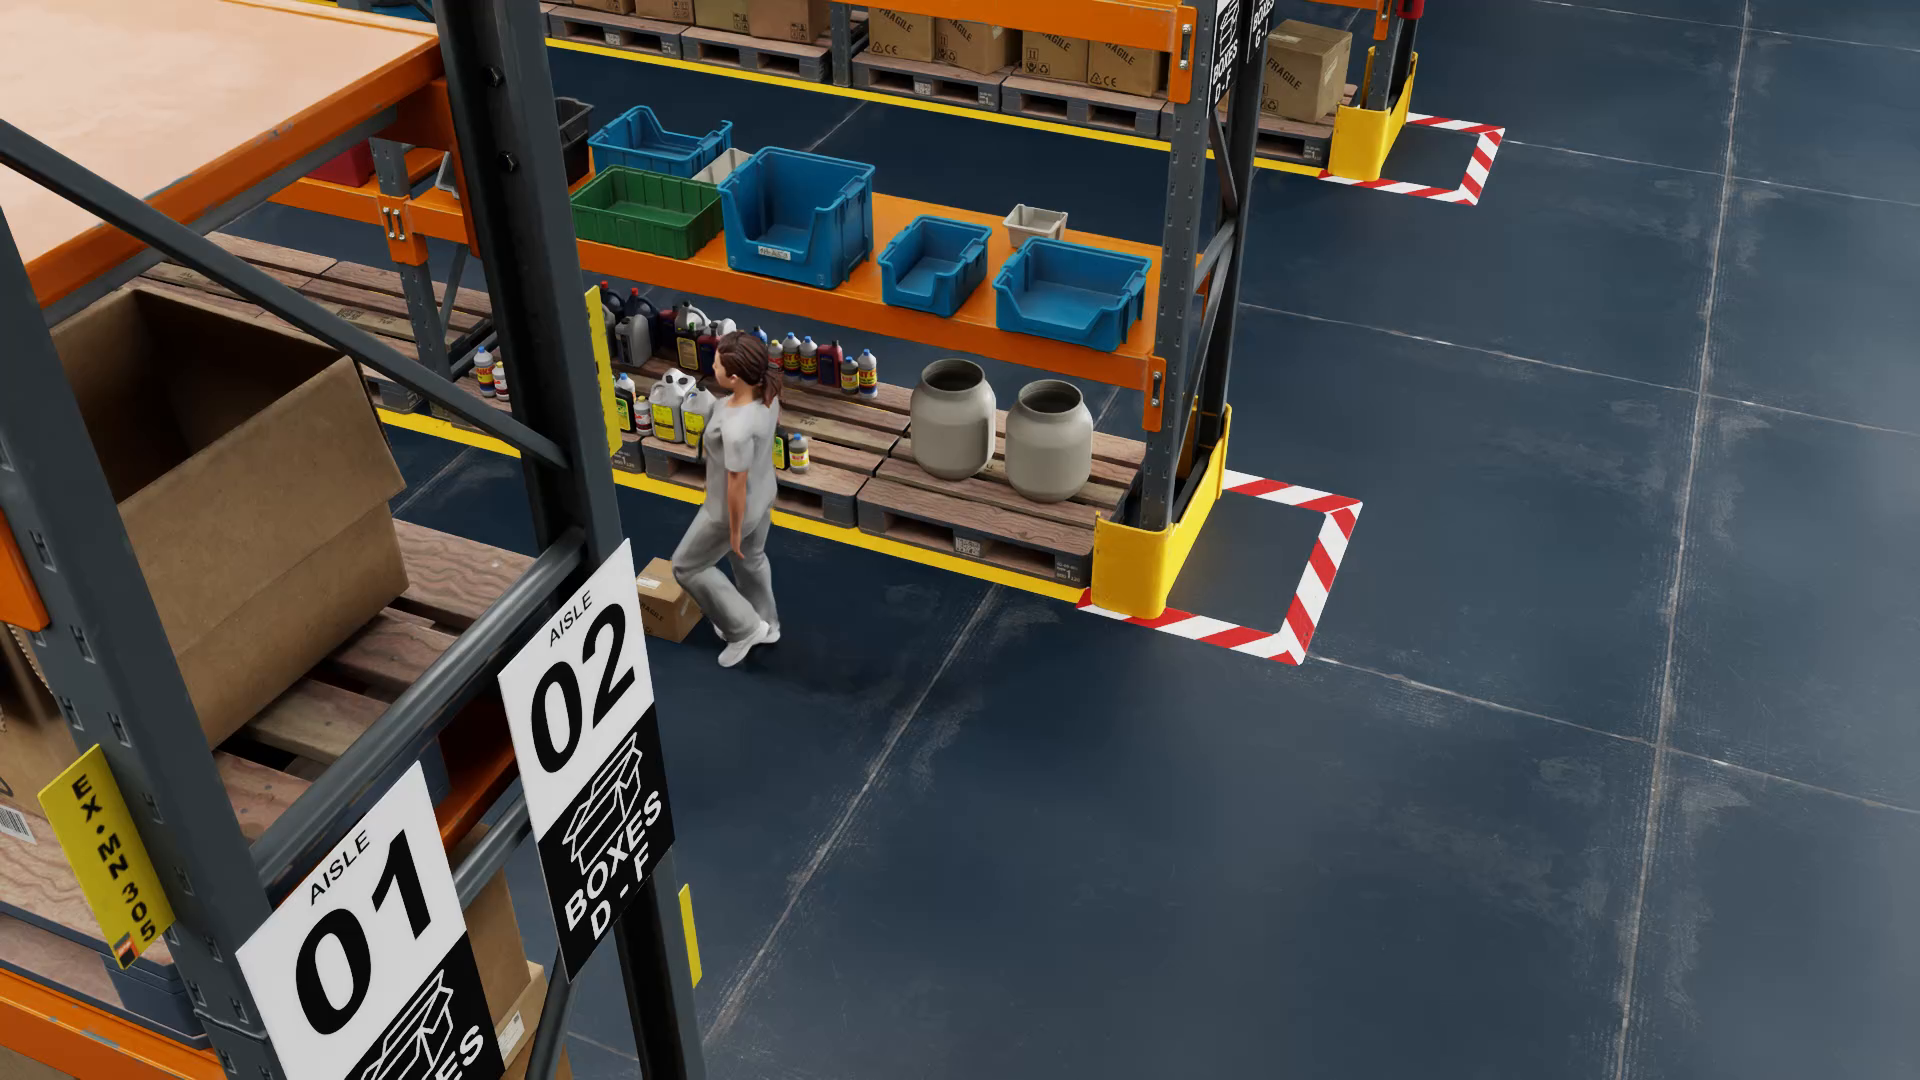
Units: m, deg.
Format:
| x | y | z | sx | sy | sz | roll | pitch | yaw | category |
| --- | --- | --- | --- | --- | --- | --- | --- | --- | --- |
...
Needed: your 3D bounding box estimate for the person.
| x | y | z | sx | sy | sz | roll | pitch | yaw | category |
| --- | --- | --- | --- | --- | --- | --- | --- | --- | --- |
| -0.947 | -0.152 | 7.010 | 0.524 | 1.689 | 0.476 | 9 | 39 | 11 | person |
